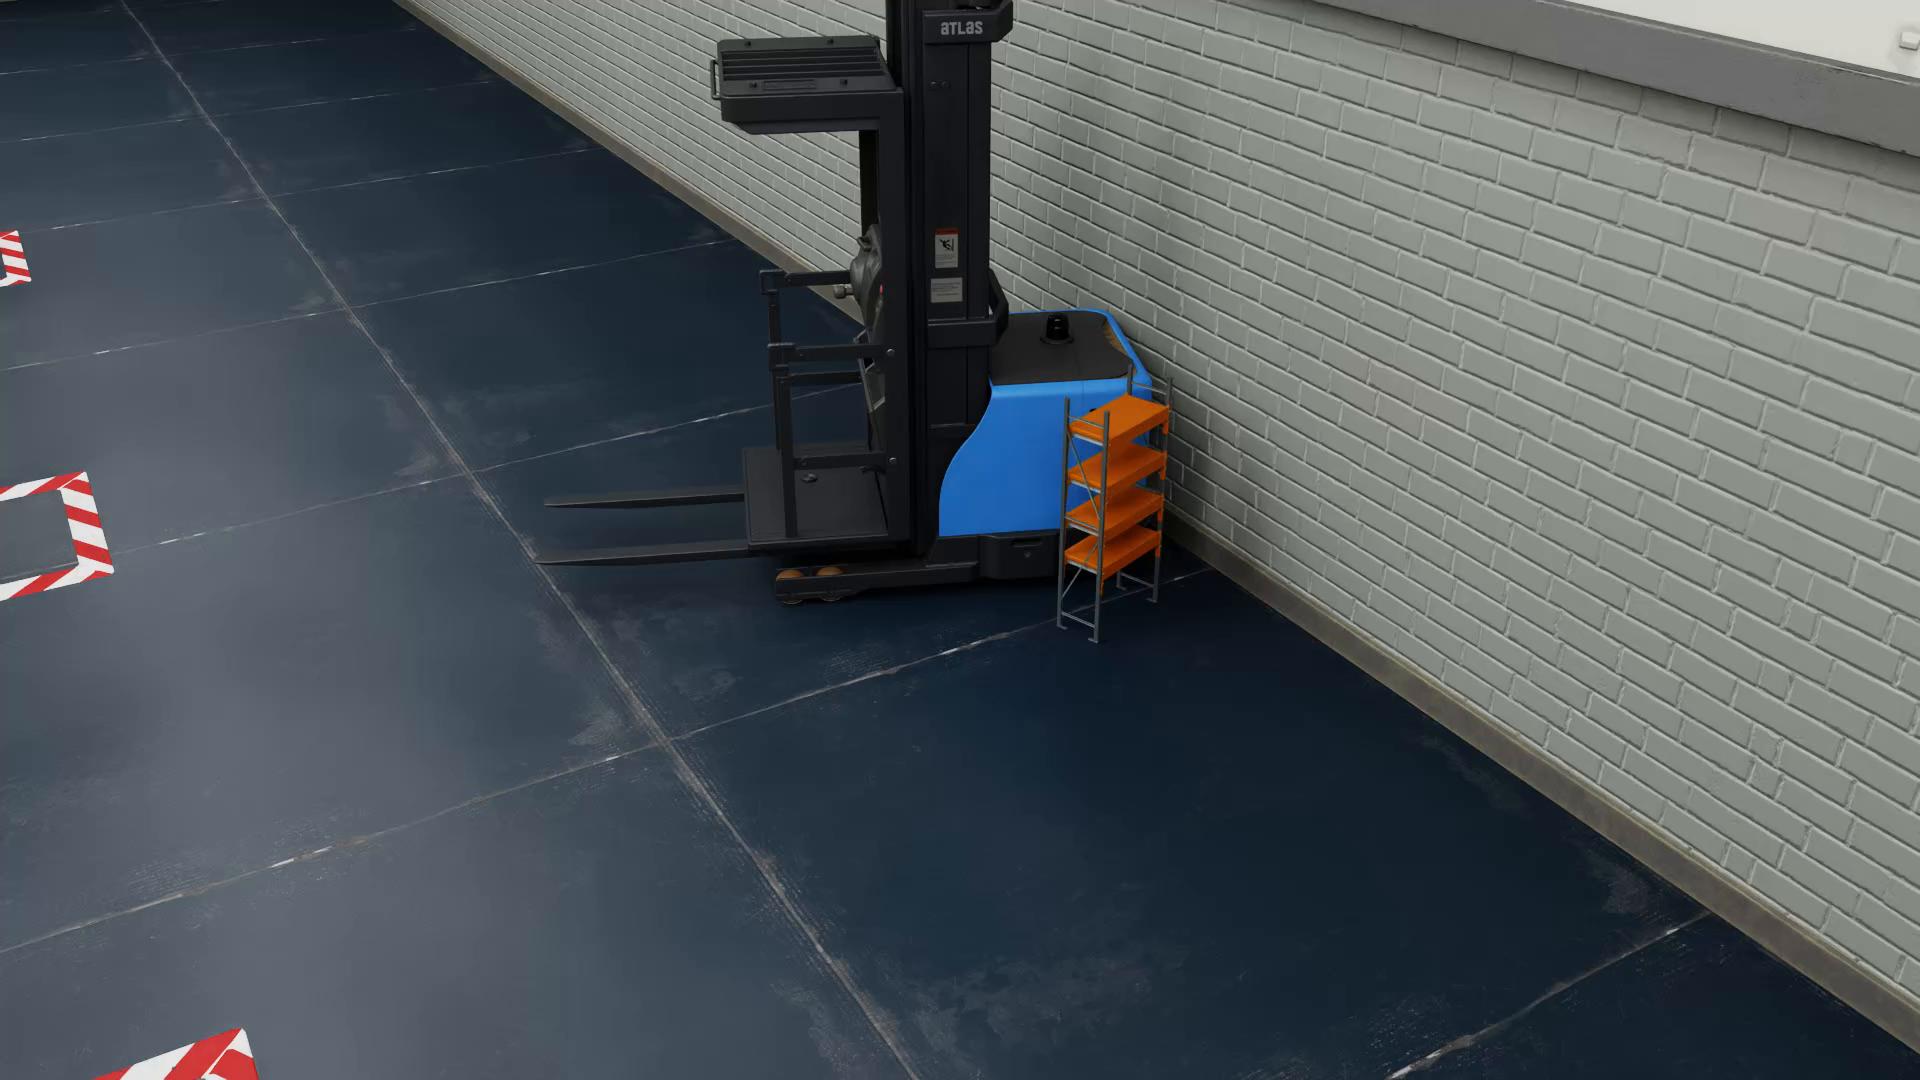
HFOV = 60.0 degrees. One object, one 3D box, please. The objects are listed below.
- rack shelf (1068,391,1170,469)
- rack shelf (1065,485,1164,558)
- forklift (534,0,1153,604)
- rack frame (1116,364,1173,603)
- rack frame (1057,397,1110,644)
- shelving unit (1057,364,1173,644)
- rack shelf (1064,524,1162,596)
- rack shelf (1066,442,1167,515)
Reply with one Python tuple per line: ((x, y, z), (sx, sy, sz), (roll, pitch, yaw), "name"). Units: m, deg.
((0.720, -0.509, 7.617), (0.258, 0.148, 0.480), (22, 36, 35), "rack shelf")
((0.720, -0.106, 7.839), (0.258, 0.148, 0.480), (22, 36, 35), "rack shelf")
((-0.622, -1.241, 7.964), (3.031, 2.935, 1.130), (-4, 29, -7), "forklift")
((0.878, -0.255, 7.969), (0.240, 1.200, 0.015), (22, 36, 35), "rack frame")
((0.562, -0.075, 7.644), (0.240, 1.200, 0.015), (22, 36, 35), "rack frame")
((0.720, -0.165, 7.807), (0.258, 1.200, 0.503), (22, 36, 35), "shelving unit")
((0.720, 0.068, 7.935), (0.258, 0.148, 0.480), (22, 36, 35), "rack shelf")
((0.720, -0.302, 7.731), (0.258, 0.148, 0.480), (22, 36, 35), "rack shelf")
